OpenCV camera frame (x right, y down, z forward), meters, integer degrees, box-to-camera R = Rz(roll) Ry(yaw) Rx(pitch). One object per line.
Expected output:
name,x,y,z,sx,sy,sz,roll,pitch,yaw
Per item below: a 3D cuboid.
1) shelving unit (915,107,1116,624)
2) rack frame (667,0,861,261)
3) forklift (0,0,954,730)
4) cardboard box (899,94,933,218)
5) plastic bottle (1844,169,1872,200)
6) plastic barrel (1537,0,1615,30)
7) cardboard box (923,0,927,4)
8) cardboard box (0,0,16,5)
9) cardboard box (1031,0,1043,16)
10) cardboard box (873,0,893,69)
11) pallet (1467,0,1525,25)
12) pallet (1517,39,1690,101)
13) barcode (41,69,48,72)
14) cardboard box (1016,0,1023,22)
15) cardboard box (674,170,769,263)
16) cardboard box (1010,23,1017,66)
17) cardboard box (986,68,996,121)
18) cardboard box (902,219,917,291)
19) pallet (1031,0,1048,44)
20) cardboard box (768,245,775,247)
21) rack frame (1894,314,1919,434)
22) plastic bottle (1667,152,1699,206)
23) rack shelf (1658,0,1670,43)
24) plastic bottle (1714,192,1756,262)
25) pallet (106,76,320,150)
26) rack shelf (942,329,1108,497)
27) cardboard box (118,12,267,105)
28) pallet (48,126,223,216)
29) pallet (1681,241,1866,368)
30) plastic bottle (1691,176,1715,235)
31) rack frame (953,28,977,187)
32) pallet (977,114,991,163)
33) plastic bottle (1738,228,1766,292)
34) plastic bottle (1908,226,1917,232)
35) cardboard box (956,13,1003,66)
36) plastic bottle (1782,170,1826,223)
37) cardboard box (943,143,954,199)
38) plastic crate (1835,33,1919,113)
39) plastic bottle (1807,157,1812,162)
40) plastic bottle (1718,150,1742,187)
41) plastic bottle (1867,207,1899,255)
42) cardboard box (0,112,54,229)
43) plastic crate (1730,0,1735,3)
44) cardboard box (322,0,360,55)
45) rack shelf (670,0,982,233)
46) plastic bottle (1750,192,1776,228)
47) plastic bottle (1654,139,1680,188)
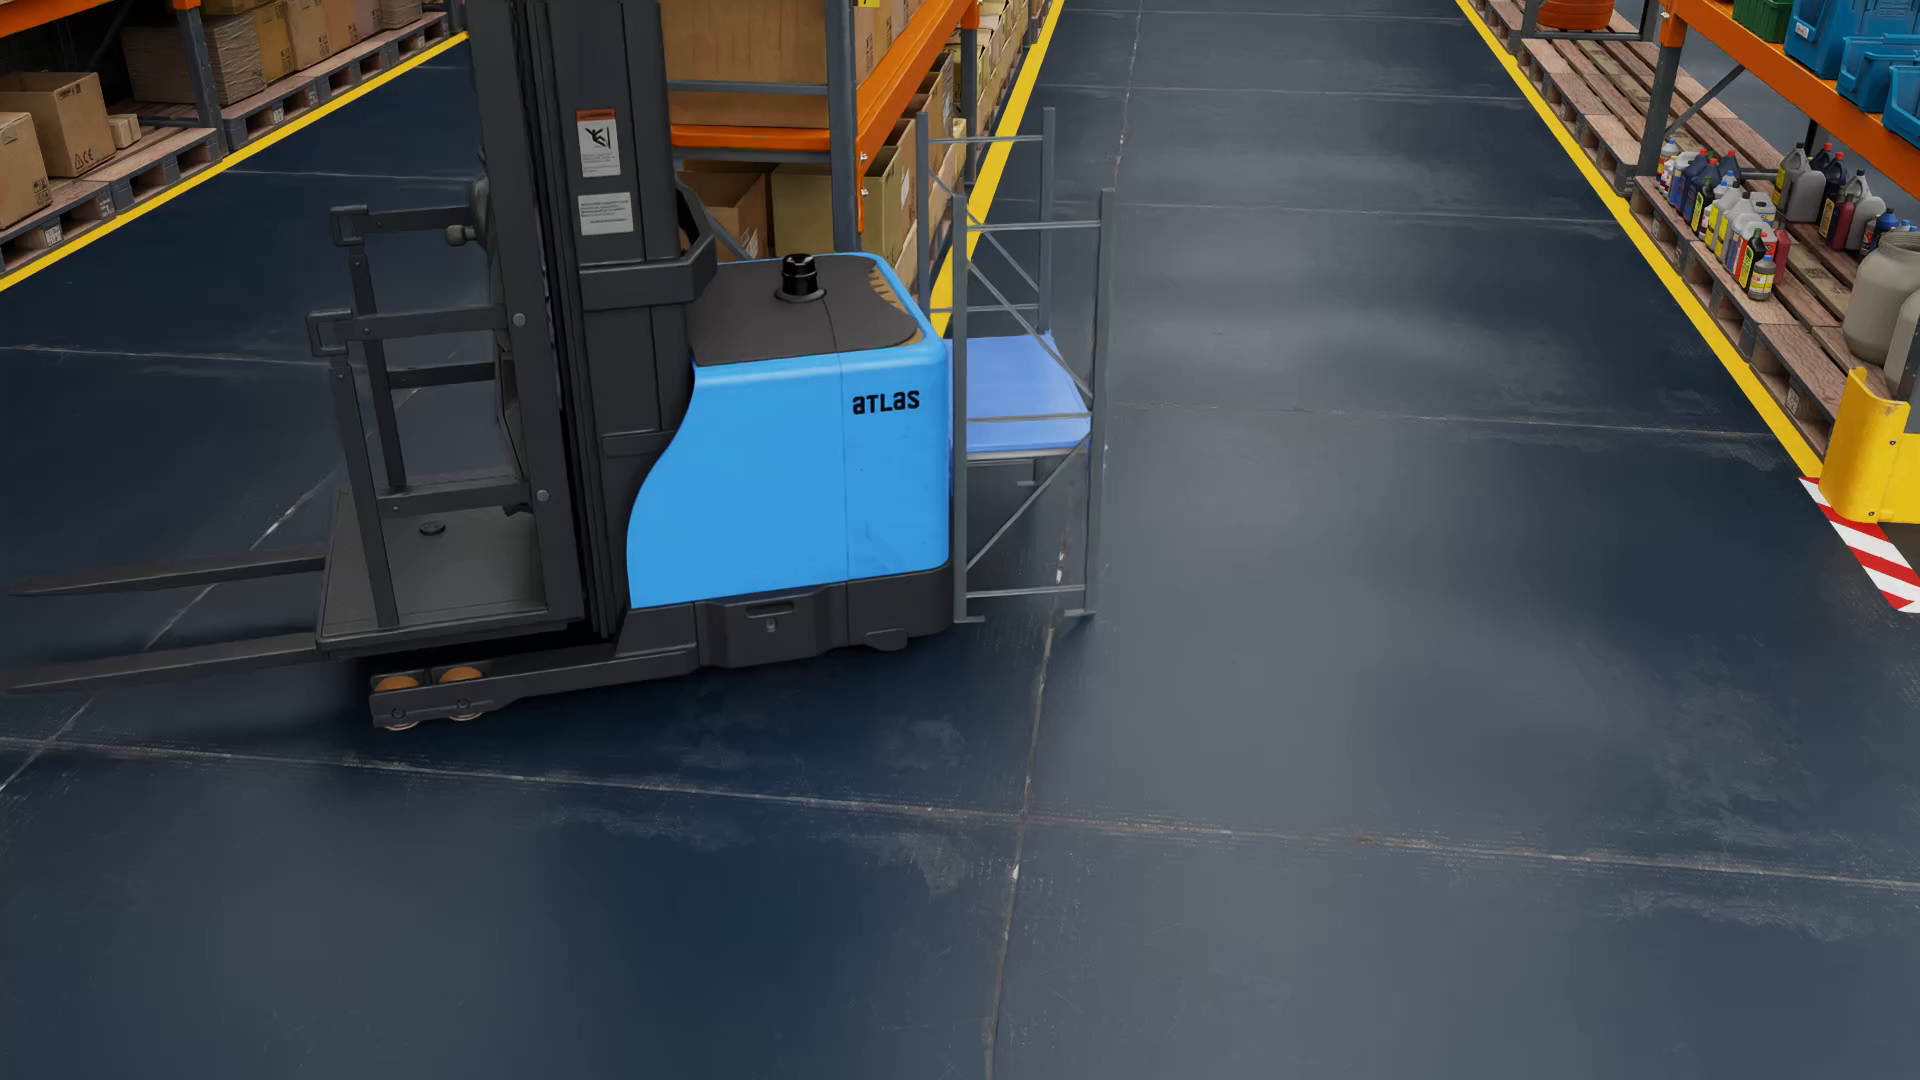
shelving unit,0.158,-0.633,5.843,0.538,1.500,1.048,-4,29,-7
rack frame,-0.890,-1.691,6.226,1.000,3.000,0.127,3,28,6
forklift,-1.597,-0.979,4.977,3.031,2.935,1.130,-7,29,-13
cardboard box,-0.417,-1.941,8.355,0.500,0.500,0.500,3,28,6
plastic bottle,4.660,-1.749,8.663,0.144,0.351,0.185,3,28,6
plastic barrel,5.049,-4.628,13.522,0.600,0.830,0.708,3,28,6
cardboard box,-0.506,-3.160,8.847,0.700,0.500,0.500,3,28,6
cardboard box,-5.250,-2.853,8.521,0.500,0.250,0.500,4,29,7
cardboard box,0.429,-4.747,14.071,0.500,0.500,0.500,5,29,8
cardboard box,-0.694,-2.435,7.501,0.700,0.500,0.500,4,29,7
pallet,5.213,-4.885,15.096,1.003,0.211,1.213,3,28,6
pallet,4.872,-3.577,12.667,1.003,0.211,1.213,3,28,6
barcode,-5.621,-2.854,10.218,0.001,0.075,0.075,3,28,6
cardboard box,0.213,-4.172,12.696,0.500,0.311,0.500,3,28,5
cardboard box,-1.120,-1.265,7.101,0.500,0.500,0.500,3,28,6
cardboard box,0.143,-3.690,12.392,0.500,0.250,0.500,4,29,7
cardboard box,-0.041,-2.964,11.045,0.500,0.250,0.500,4,29,7
cardboard box,-0.484,-1.375,8.097,0.500,0.250,0.500,3,28,6
pallet,0.219,-4.578,14.525,1.003,0.211,1.213,3,28,6
cardboard box,-1.009,-1.406,8.154,0.500,0.250,0.500,3,28,6
rack frame,4.025,-1.401,5.688,1.000,3.000,0.127,3,28,6
plastic bottle,4.029,-2.000,9.208,0.152,0.276,0.135,4,29,8
rack shelf,4.761,-3.909,11.101,1.077,0.370,4.000,3,28,6
plastic bottle,3.907,-1.579,8.348,0.144,0.351,0.185,5,29,8
pallet,-5.223,-2.999,11.593,1.003,0.211,1.213,3,28,6
rack shelf,0.158,-0.474,5.928,0.538,0.185,1.000,-4,29,-7
cardboard box,-5.243,-3.300,11.385,0.700,0.500,0.500,4,29,8
pallet,-5.364,-2.314,10.322,1.003,0.211,1.213,3,28,6
pallet,4.245,-1.167,8.193,1.003,0.211,1.213,3,28,6
plastic bottle,3.920,-1.762,8.758,0.061,0.283,0.133,5,29,8
rack frame,-0.400,-3.574,9.721,1.000,3.000,0.127,3,28,6
pallet,-0.348,-2.695,11.030,1.003,0.211,1.213,3,28,6
plastic bottle,3.812,-1.345,7.984,0.061,0.283,0.133,4,29,7
plastic bottle,4.599,-1.390,8.081,0.097,0.271,0.097,0,28,0
cardboard box,0.027,-3.454,11.363,0.500,0.311,0.500,2,28,5
plastic bottle,4.549,-1.865,8.957,0.152,0.276,0.135,3,28,6
cardboard box,-0.311,-2.082,9.409,0.500,0.250,0.500,3,28,6
plastic crate,3.875,-1.894,6.760,0.499,0.251,0.408,3,28,6
plastic bottle,4.780,-2.057,9.392,0.097,0.201,0.097,0,28,0
plastic bottle,4.148,-1.947,9.031,0.144,0.351,0.185,3,28,6
plastic bottle,4.636,-1.533,8.345,0.097,0.271,0.097,0,28,0
cardboard box,-5.424,-2.001,8.974,0.700,0.500,0.500,2,28,3
plastic crate,4.325,-3.018,8.754,0.767,0.338,0.504,3,28,6
cardboard box,-5.075,-4.023,12.726,0.700,0.500,0.500,3,28,6
rack shelf,-0.645,-2.315,8.144,1.077,0.370,4.000,3,28,6
plastic bottle,4.080,-1.637,8.534,0.152,0.276,0.135,3,28,6
plastic bottle,4.041,-2.152,9.495,0.097,0.271,0.097,0,28,0
